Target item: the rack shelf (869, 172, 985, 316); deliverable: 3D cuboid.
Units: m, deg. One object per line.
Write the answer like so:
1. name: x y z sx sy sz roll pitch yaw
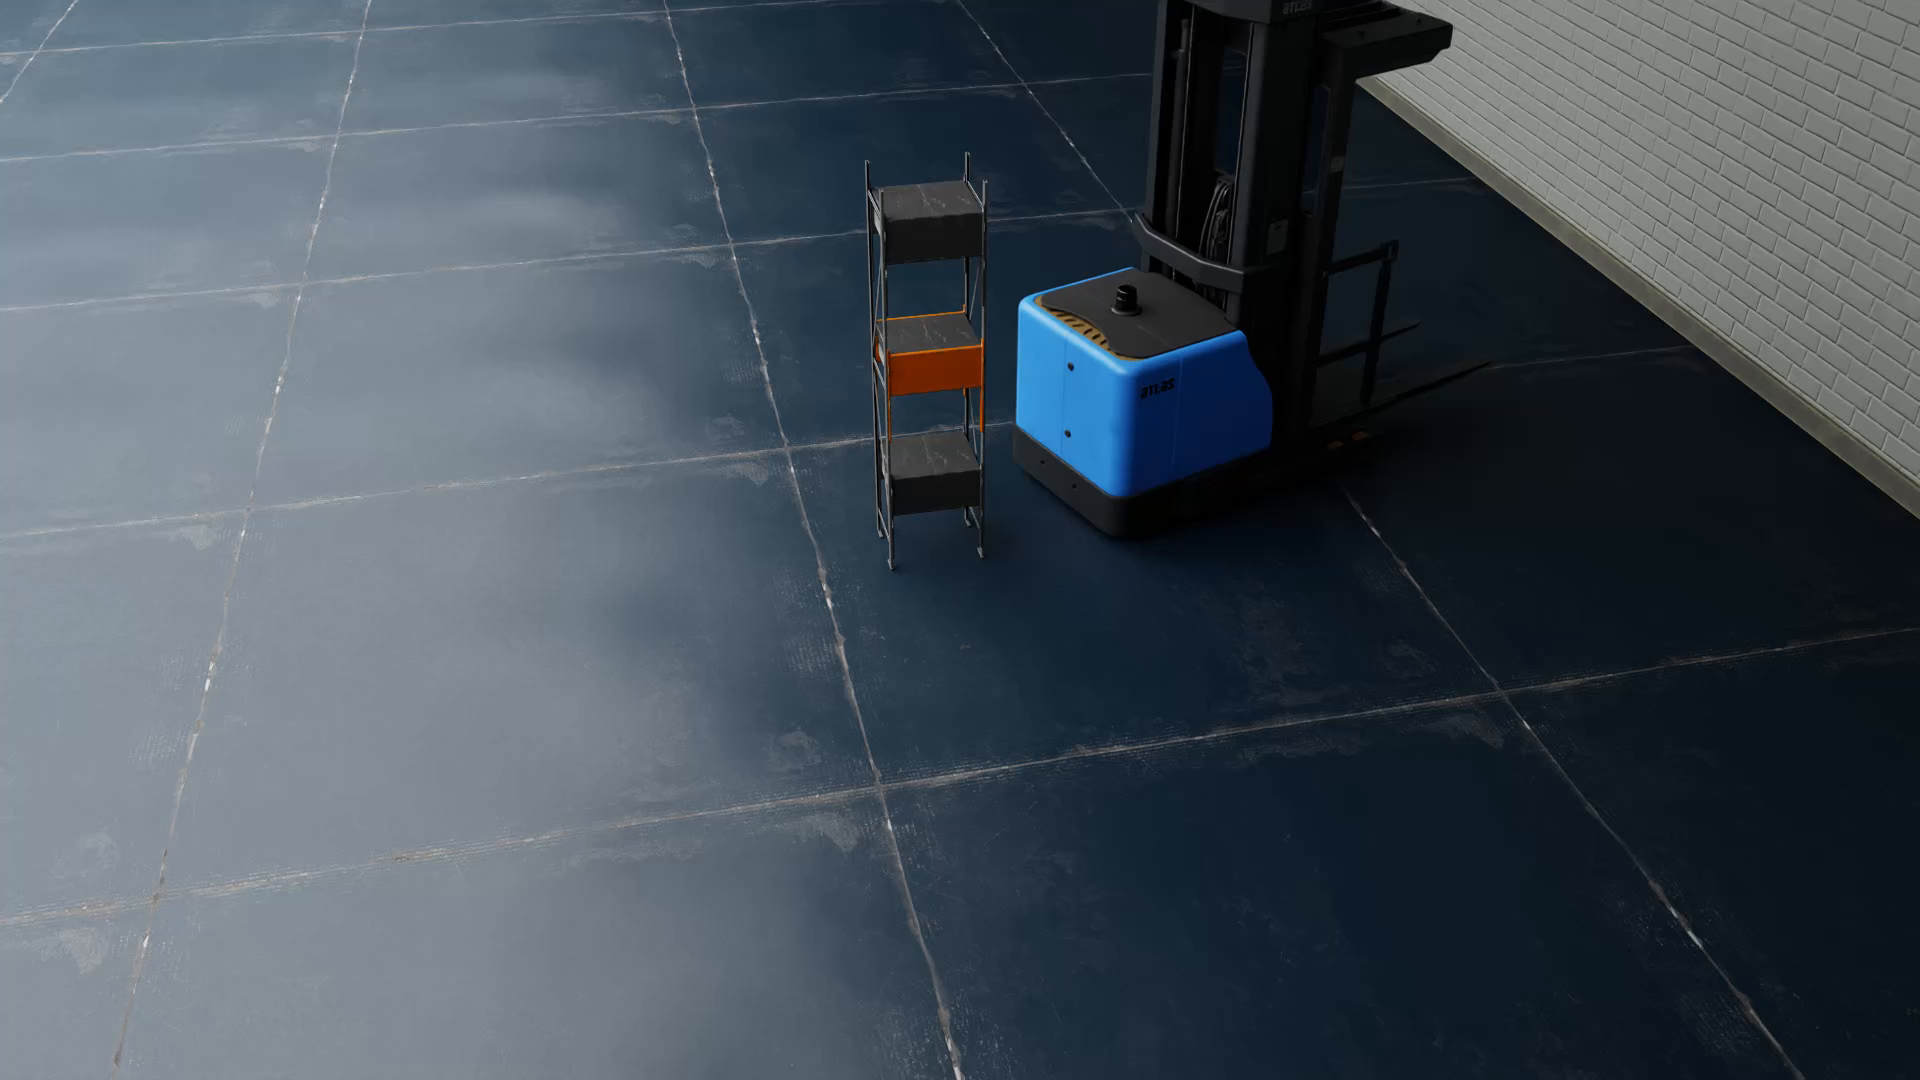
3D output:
1. rack shelf: -0.161 -1.421 7.975 0.480 0.518 0.431 -7 35 -11

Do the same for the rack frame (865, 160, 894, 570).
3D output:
1. rack frame: -0.399 -0.822 8.313 0.015 2.100 0.400 -7 35 -11

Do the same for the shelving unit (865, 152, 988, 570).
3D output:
1. shelving unit: -0.161 -0.852 8.358 0.503 2.100 0.431 -7 35 -11

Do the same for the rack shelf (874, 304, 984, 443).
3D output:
1. rack shelf: -0.161 -0.840 8.365 0.480 0.518 0.431 -7 35 -11

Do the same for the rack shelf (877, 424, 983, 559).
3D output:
1. rack shelf: -0.161 -0.259 8.755 0.480 0.518 0.431 -7 35 -11

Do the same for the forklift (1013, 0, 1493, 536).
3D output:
1. forklift: 1.822 -1.850 9.099 3.031 2.935 1.130 -19 38 -26

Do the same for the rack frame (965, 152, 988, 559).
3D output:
1. rack frame: 0.077 -0.882 8.402 0.015 2.100 0.400 -7 35 -11
